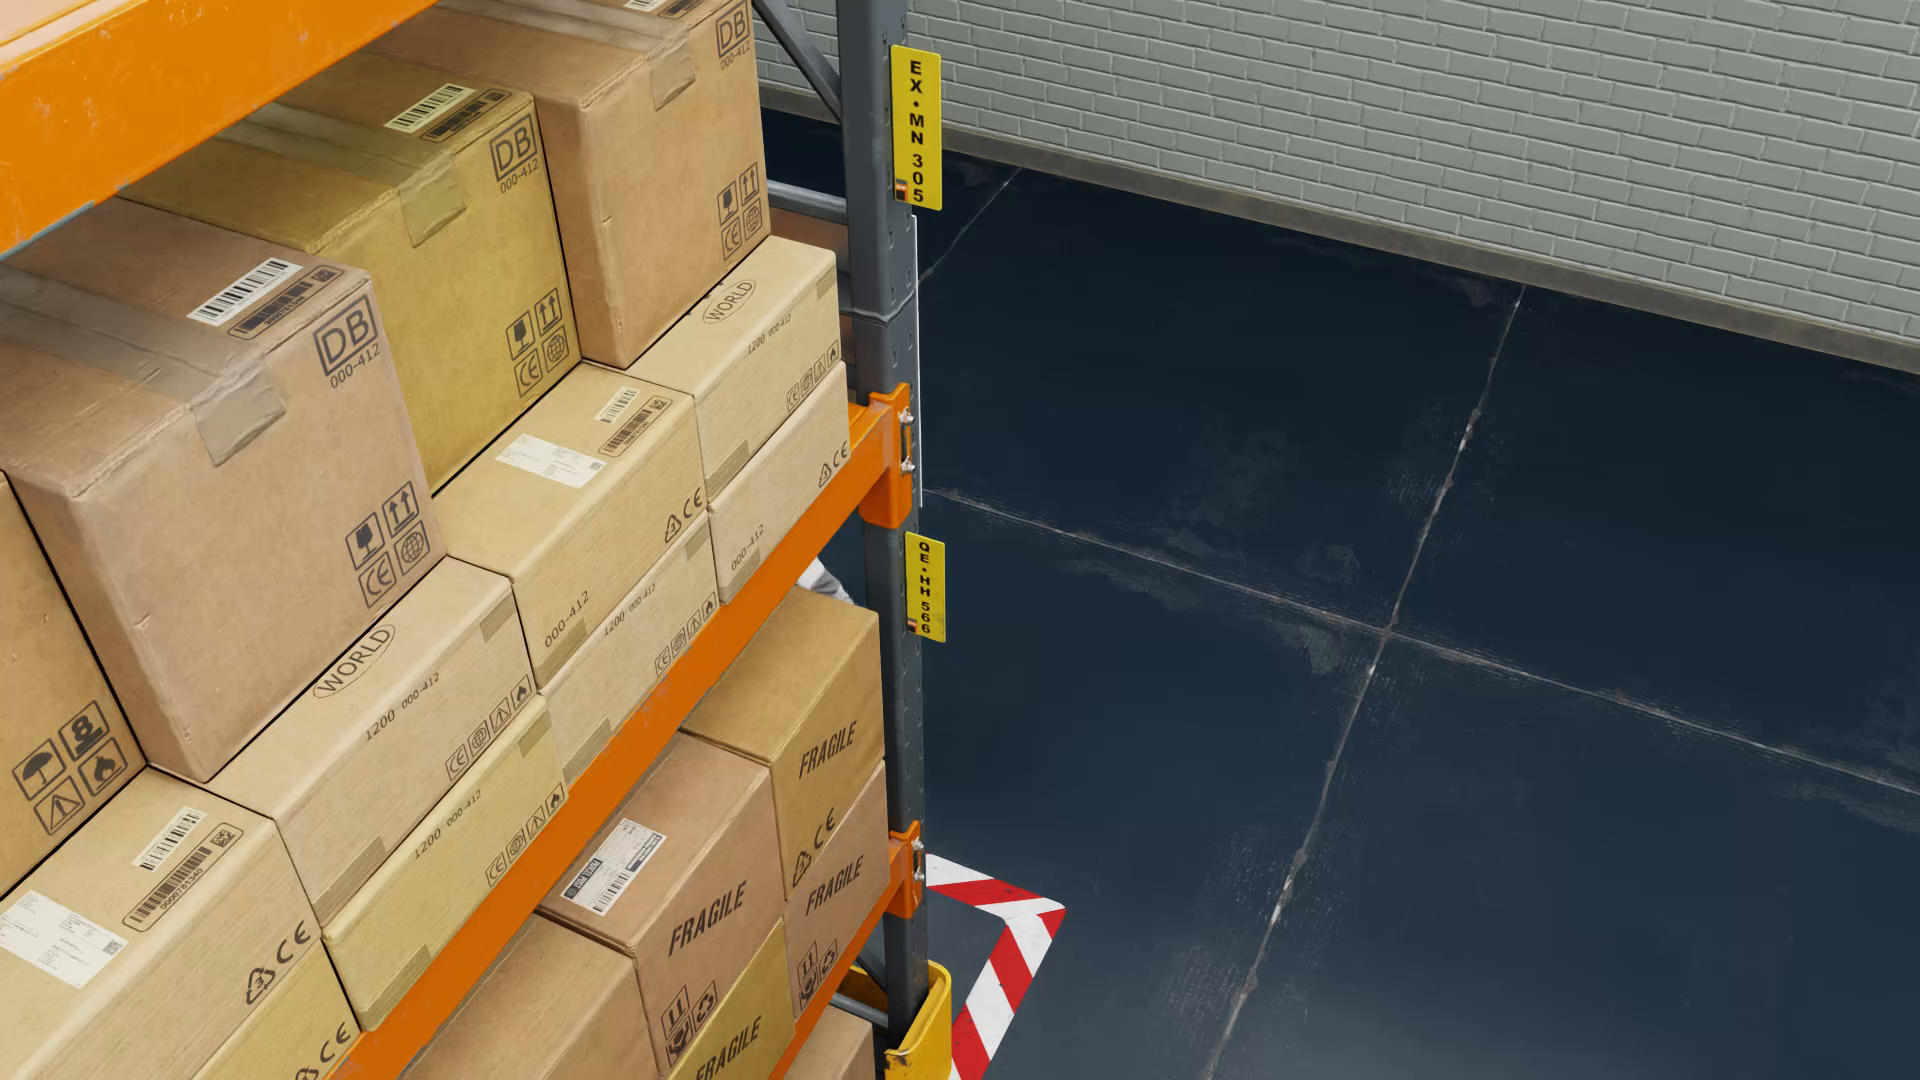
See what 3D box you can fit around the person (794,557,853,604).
[{"bbox_3d":[-0.767,-0.194,6.352,0.670,1.782,0.585,7,42,8],"label":"person"}]
